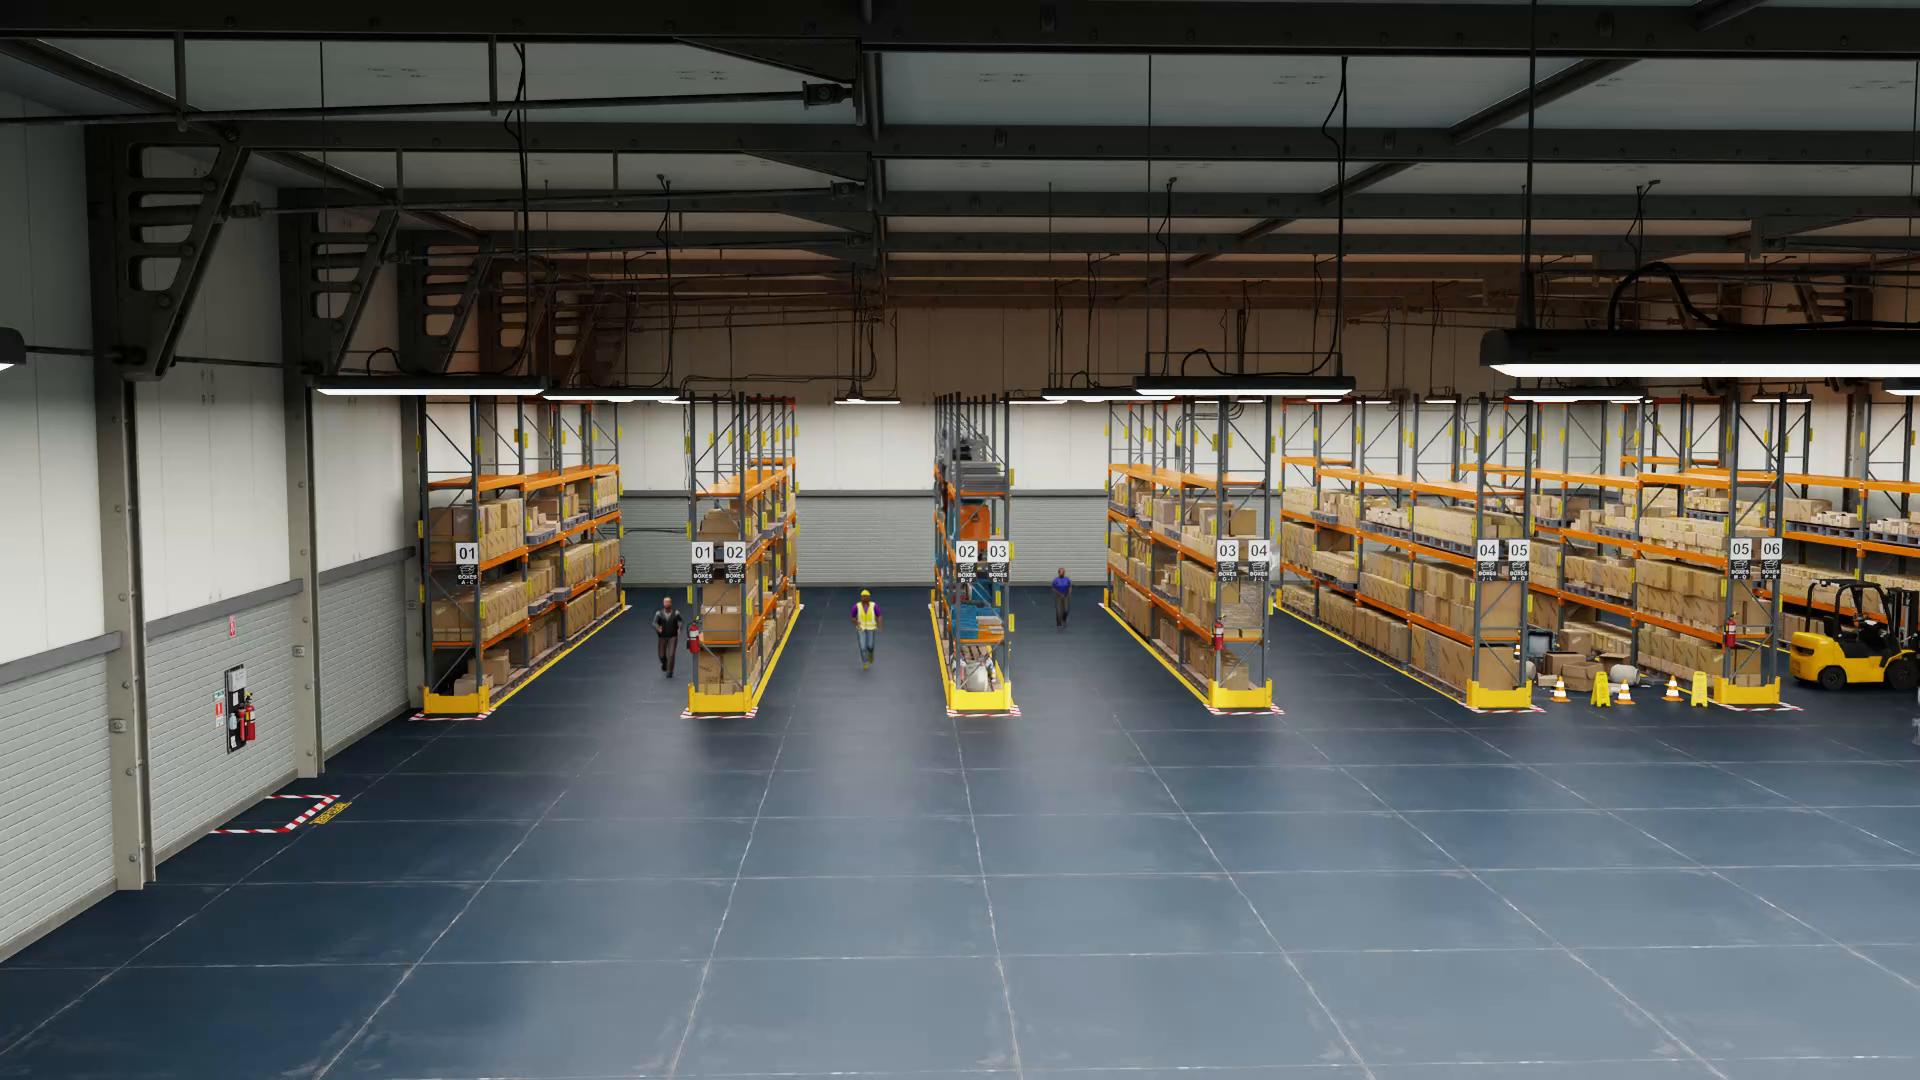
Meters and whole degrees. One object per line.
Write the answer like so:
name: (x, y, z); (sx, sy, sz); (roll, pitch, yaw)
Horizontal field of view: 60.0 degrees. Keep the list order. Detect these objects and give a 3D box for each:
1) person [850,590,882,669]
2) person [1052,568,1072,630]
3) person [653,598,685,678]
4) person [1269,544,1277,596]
person: (-2.052, 1.957, 36.335); (0.700, 1.723, 0.582); (0, 5, -4)
person: (2.610, 1.562, 42.509); (0.526, 1.506, 0.663); (-1, 5, -8)
person: (-6.176, 2.062, 35.236); (0.669, 1.684, 0.760); (0, 5, -6)
person: (8.893, 0.966, 48.746); (0.826, 1.701, 0.782); (0, 5, -6)
